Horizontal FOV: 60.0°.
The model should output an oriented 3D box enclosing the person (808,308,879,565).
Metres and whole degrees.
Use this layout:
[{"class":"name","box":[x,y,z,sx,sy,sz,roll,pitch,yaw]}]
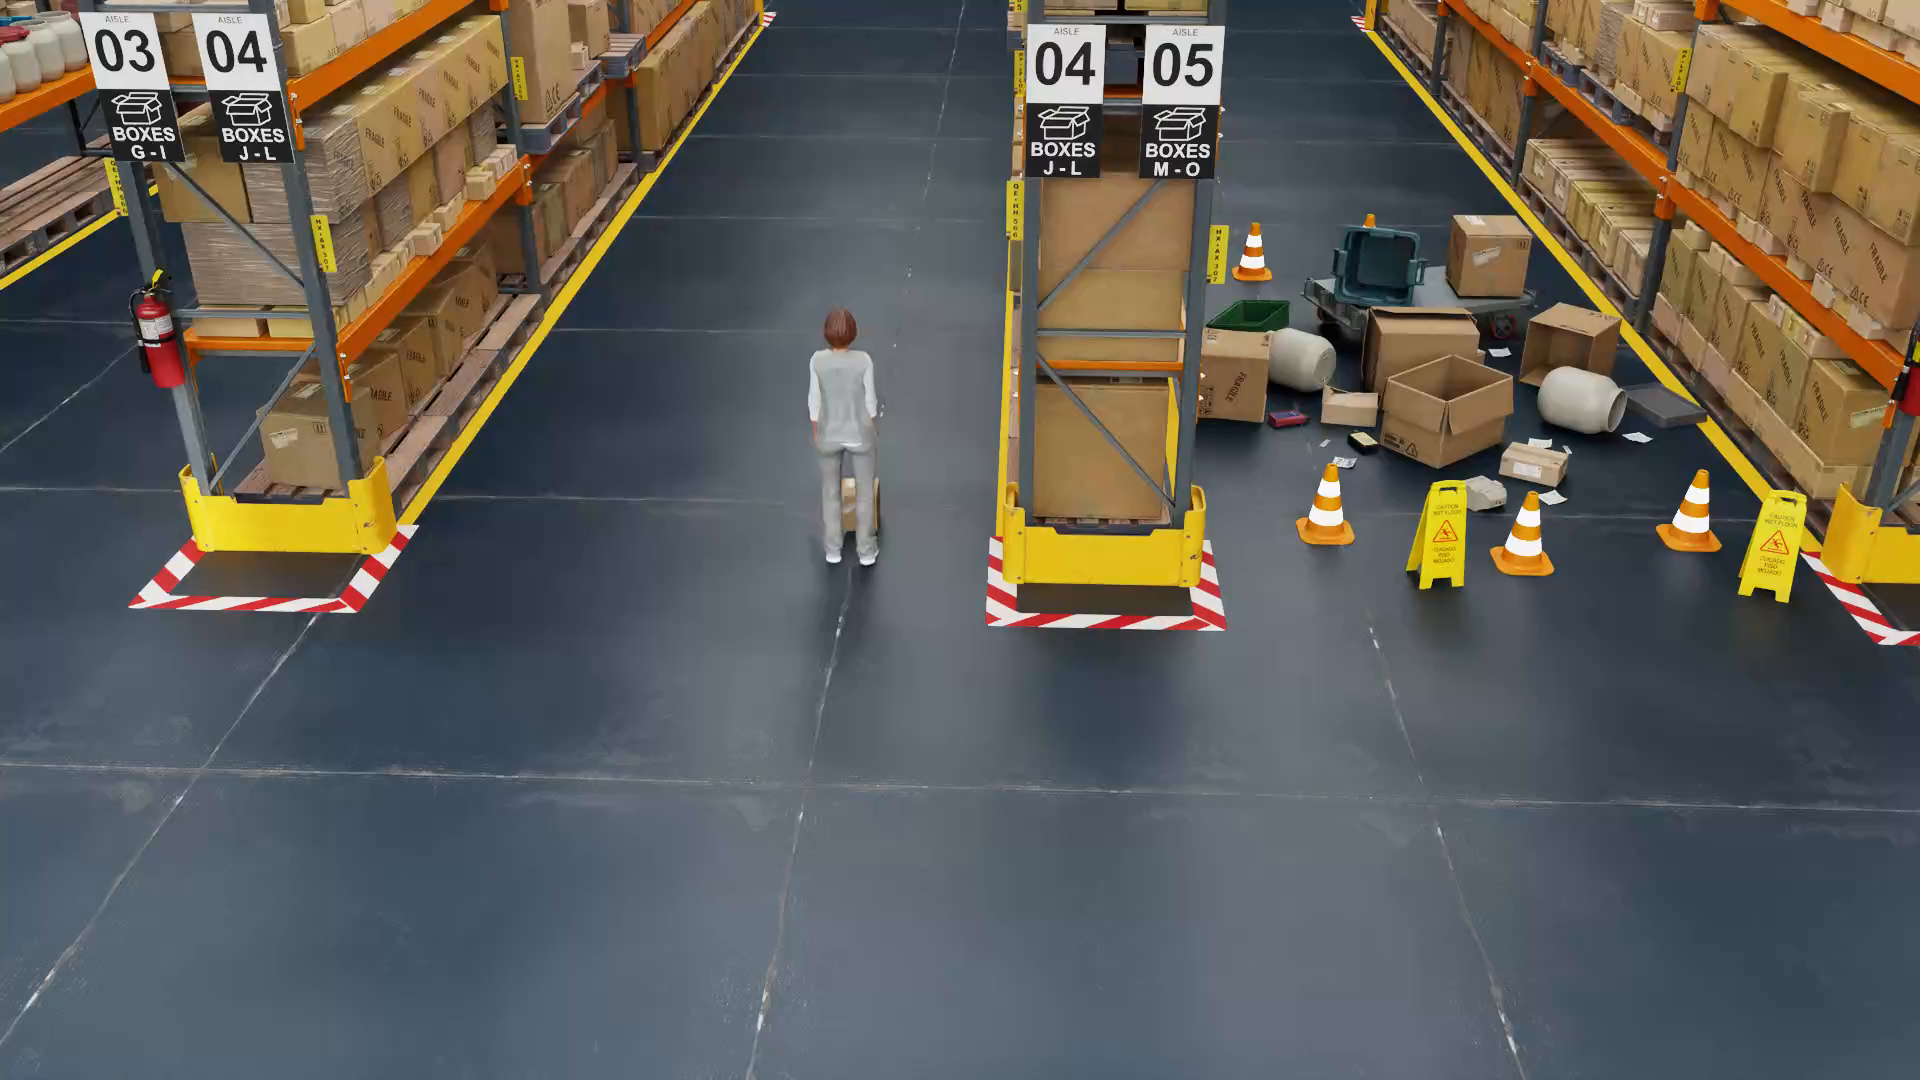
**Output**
[{"class":"person","box":[-0.682,-0.598,9.749,0.407,1.592,0.307,2,28,3]}]
